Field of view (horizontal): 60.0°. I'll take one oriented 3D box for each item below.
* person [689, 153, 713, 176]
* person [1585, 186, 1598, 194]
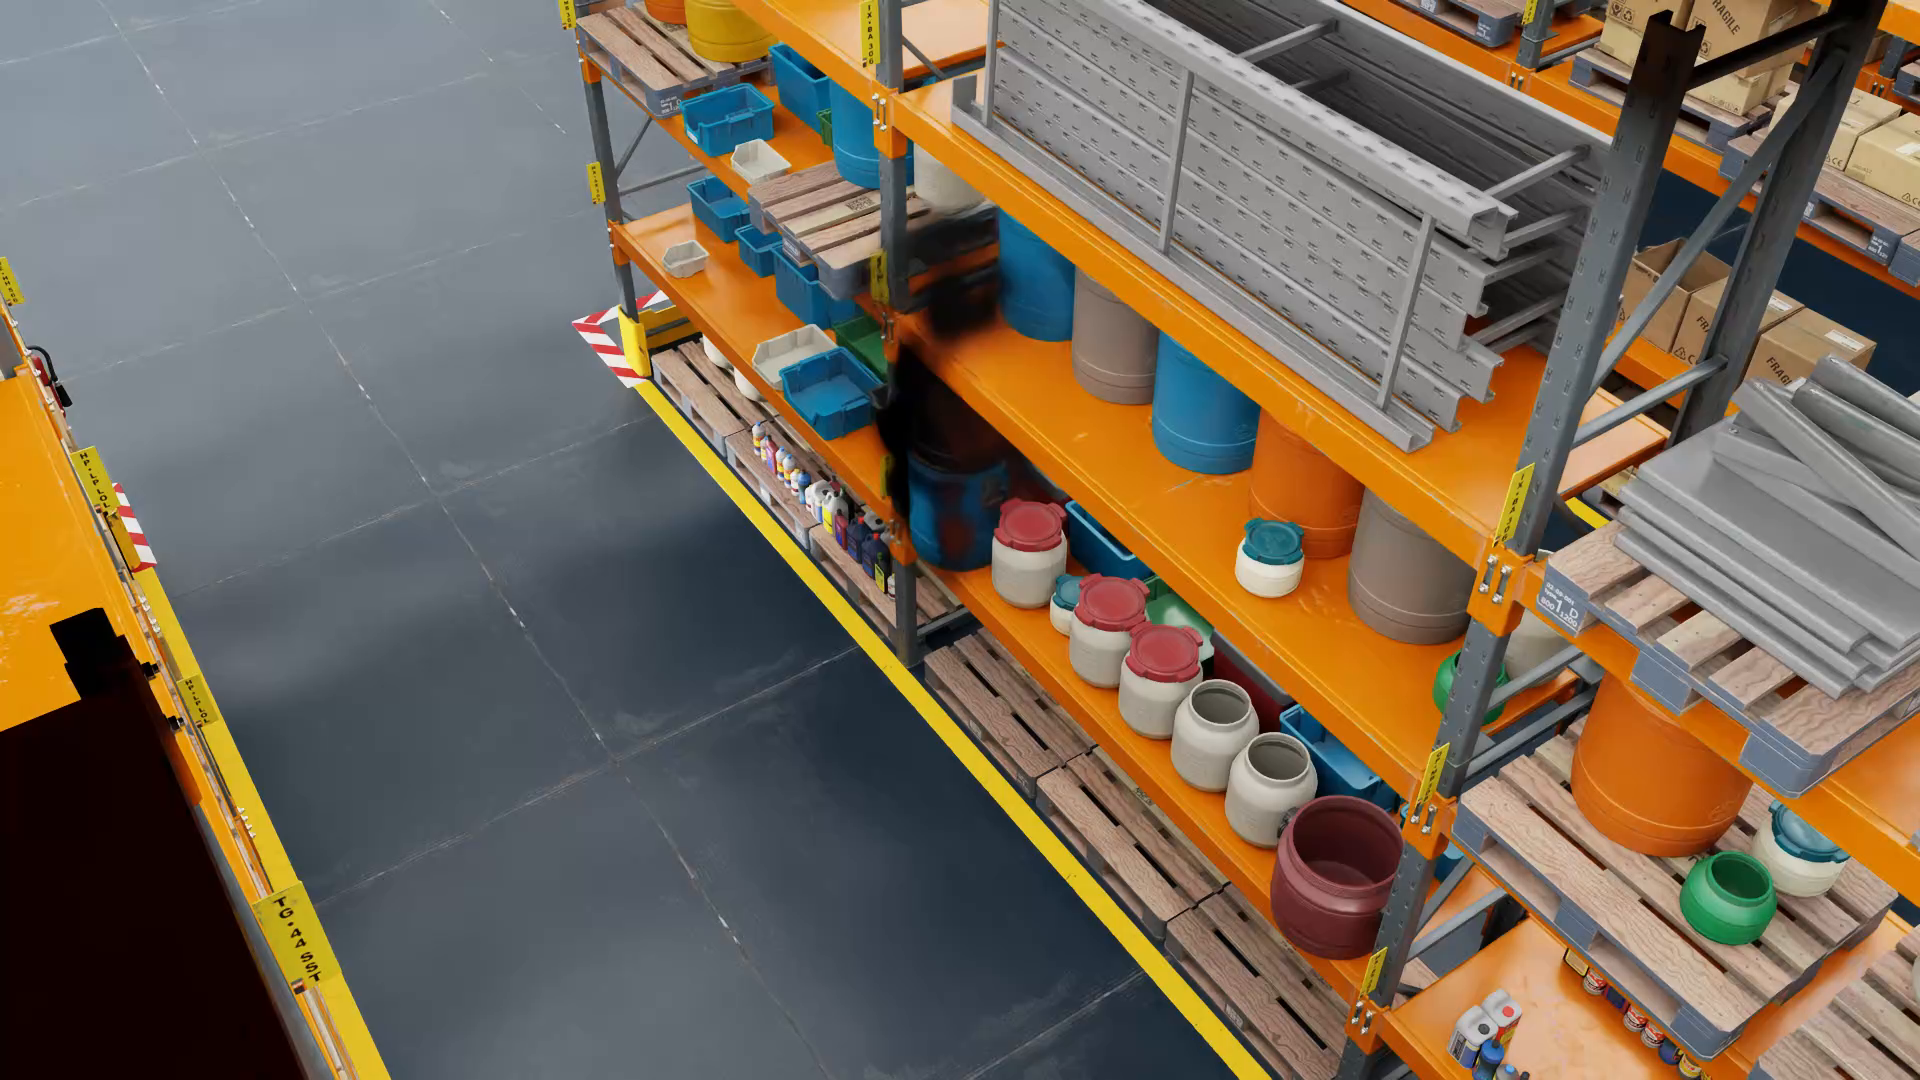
[{"bbox_3d":[-1.823,-3.069,13.828,0.859,1.740,0.650,0,43,0],"label":"person"},{"bbox_3d":[5.369,-2.773,13.517,0.653,1.732,0.714,-33,52,-31],"label":"person"}]
